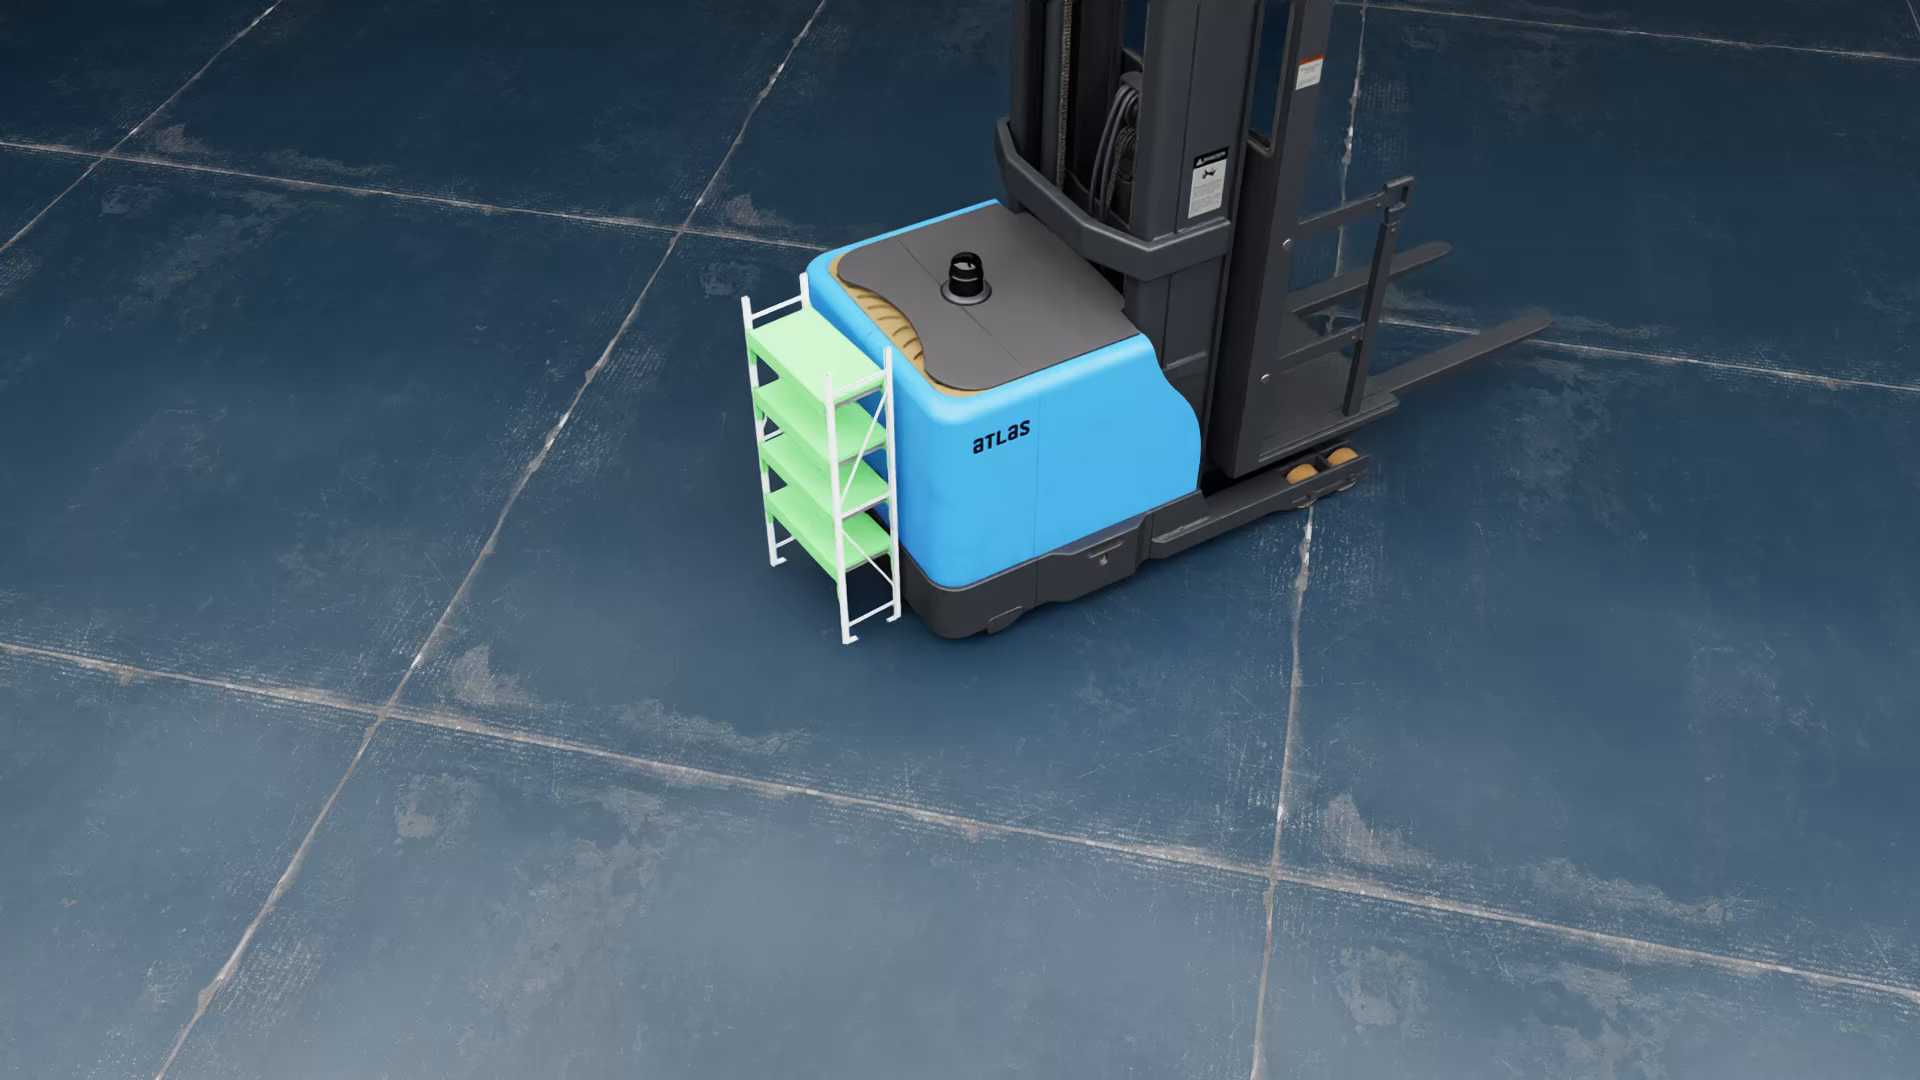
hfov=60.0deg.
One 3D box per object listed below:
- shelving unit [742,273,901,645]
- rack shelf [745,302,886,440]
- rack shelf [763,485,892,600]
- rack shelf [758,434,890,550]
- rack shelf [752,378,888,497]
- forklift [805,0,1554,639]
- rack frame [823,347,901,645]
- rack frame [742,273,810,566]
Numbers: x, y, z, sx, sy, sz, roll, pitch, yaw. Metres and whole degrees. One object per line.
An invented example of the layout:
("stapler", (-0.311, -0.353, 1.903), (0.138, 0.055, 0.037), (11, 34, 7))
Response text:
("shelving unit", (-0.456, -0.250, 5.645), (0.258, 1.200, 0.503), (-27, 50, -25))
("rack shelf", (-0.456, -0.550, 5.356), (0.258, 0.148, 0.480), (-27, 50, -25))
("rack shelf", (-0.456, -0.031, 5.856), (0.258, 0.148, 0.480), (-27, 50, -25))
("rack shelf", (-0.456, -0.204, 5.689), (0.258, 0.148, 0.480), (-27, 50, -25))
("rack shelf", (-0.456, -0.377, 5.523), (0.258, 0.148, 0.480), (-27, 50, -25))
("forklift", (0.984, -1.476, 5.670), (3.031, 2.935, 1.130), (-22, 48, -21))
("rack frame", (-0.313, -0.113, 5.502), (0.240, 1.200, 0.015), (-27, 50, -25))
("rack frame", (-0.599, -0.388, 5.787), (0.240, 1.200, 0.015), (-27, 50, -25))
